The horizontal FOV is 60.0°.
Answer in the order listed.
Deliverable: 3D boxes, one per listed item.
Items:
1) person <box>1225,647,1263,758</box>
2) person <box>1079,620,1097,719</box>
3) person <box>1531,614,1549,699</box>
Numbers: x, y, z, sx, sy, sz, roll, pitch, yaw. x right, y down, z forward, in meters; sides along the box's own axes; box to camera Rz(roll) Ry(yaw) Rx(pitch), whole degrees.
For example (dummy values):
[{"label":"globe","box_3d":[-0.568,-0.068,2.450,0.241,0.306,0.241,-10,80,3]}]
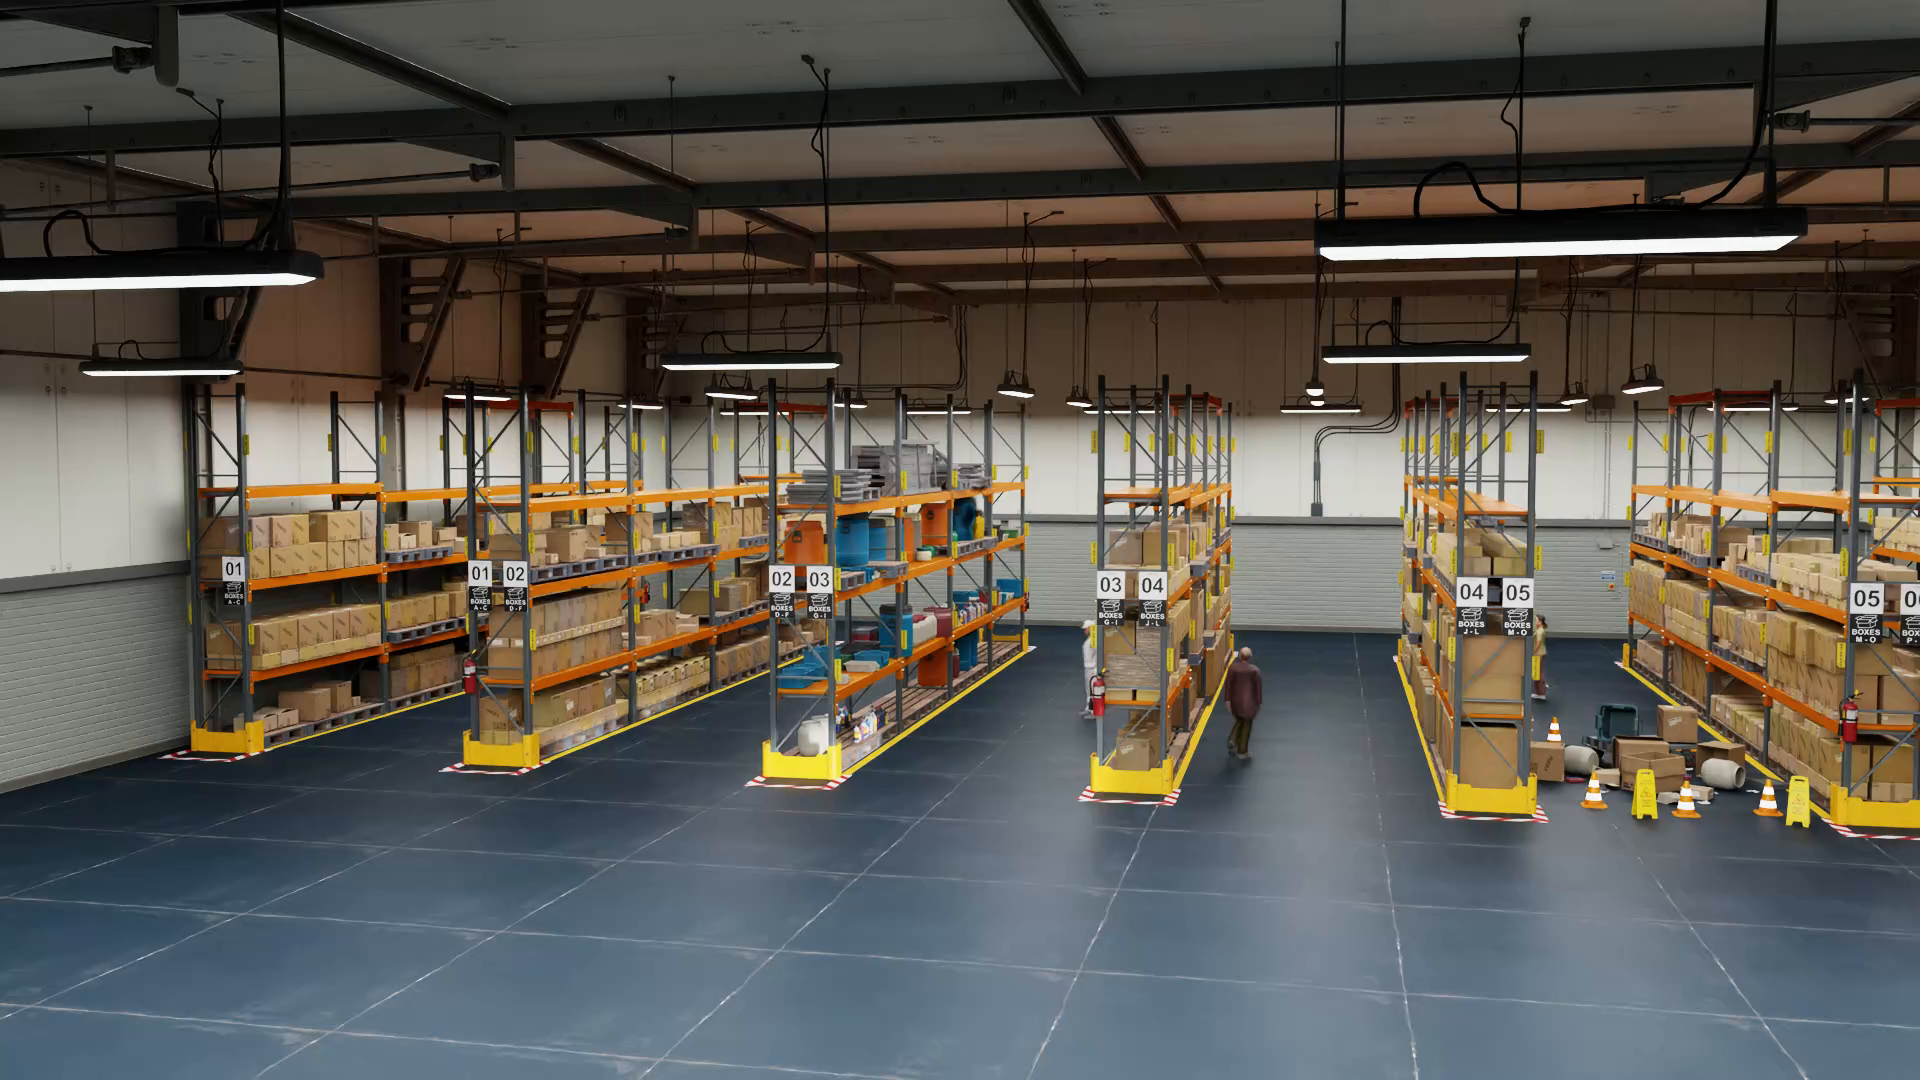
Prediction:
[{"label":"person","box_3d":[4.518,2.590,26.445,0.519,1.788,0.569,-3,5,-44]},{"label":"person","box_3d":[2.396,2.360,30.515,0.398,1.786,0.617,0,3,-4]},{"label":"person","box_3d":[11.340,2.284,32.717,0.487,1.659,0.451,-3,4,-42]}]
